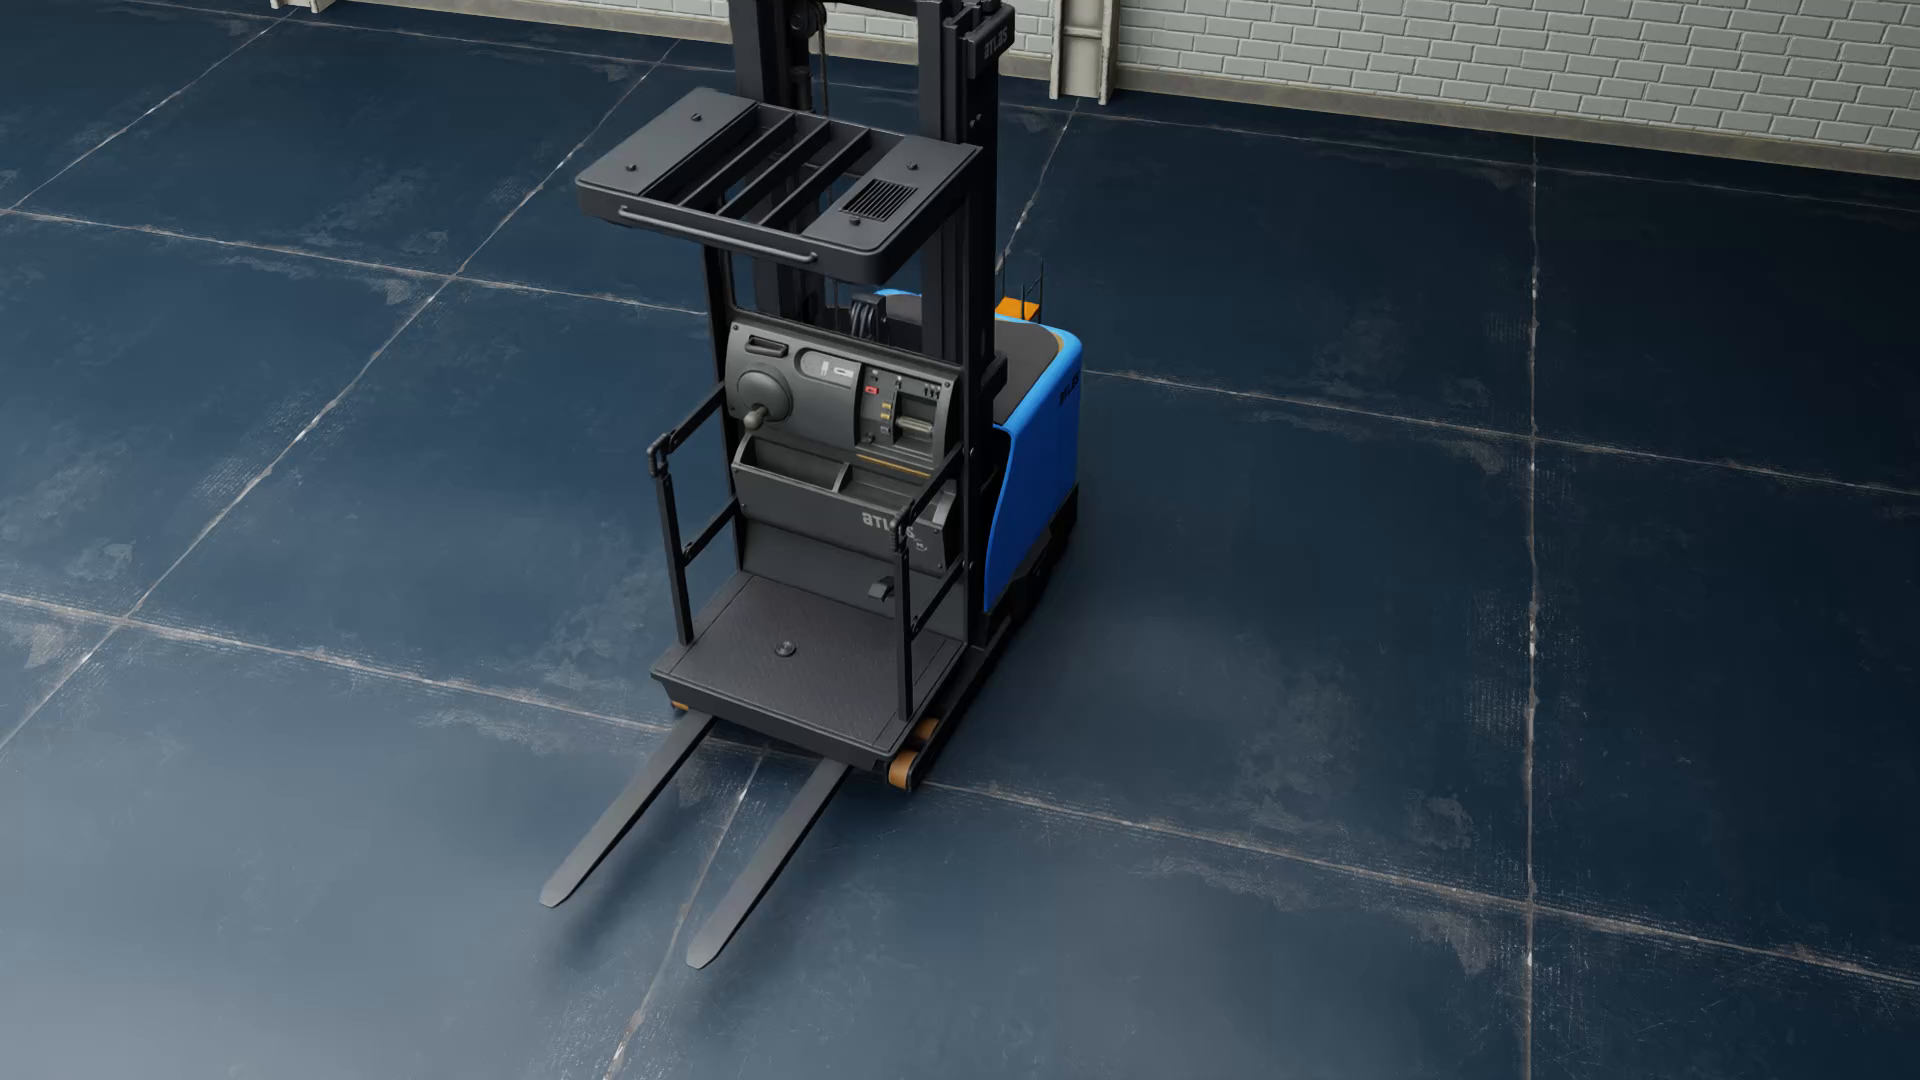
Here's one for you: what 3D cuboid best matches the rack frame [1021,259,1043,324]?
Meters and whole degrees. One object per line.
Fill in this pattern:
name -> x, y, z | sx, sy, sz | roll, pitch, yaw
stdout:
rack frame -> 0.319, -0.717, 7.670 | 0.006, 1.200, 0.240 | 16, 43, 18

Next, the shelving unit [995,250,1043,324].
shelving unit -> 0.235, -0.740, 7.699 | 0.189, 1.200, 0.258 | 16, 43, 18

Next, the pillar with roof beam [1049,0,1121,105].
pillar with roof beam -> -0.273, -3.845, 5.331 | 0.400, 9.000, 9.100 | 10, 41, 11

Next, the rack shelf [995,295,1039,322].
rack shelf -> 0.235, -0.982, 7.496 | 0.180, 0.103, 0.258 | 16, 43, 18

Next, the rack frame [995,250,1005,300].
rack frame -> 0.152, -0.764, 7.727 | 0.006, 1.200, 0.240 | 16, 43, 18

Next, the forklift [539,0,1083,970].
forklift -> -0.543, -0.460, 6.019 | 1.130, 2.935, 3.031 | 17, 43, 19
